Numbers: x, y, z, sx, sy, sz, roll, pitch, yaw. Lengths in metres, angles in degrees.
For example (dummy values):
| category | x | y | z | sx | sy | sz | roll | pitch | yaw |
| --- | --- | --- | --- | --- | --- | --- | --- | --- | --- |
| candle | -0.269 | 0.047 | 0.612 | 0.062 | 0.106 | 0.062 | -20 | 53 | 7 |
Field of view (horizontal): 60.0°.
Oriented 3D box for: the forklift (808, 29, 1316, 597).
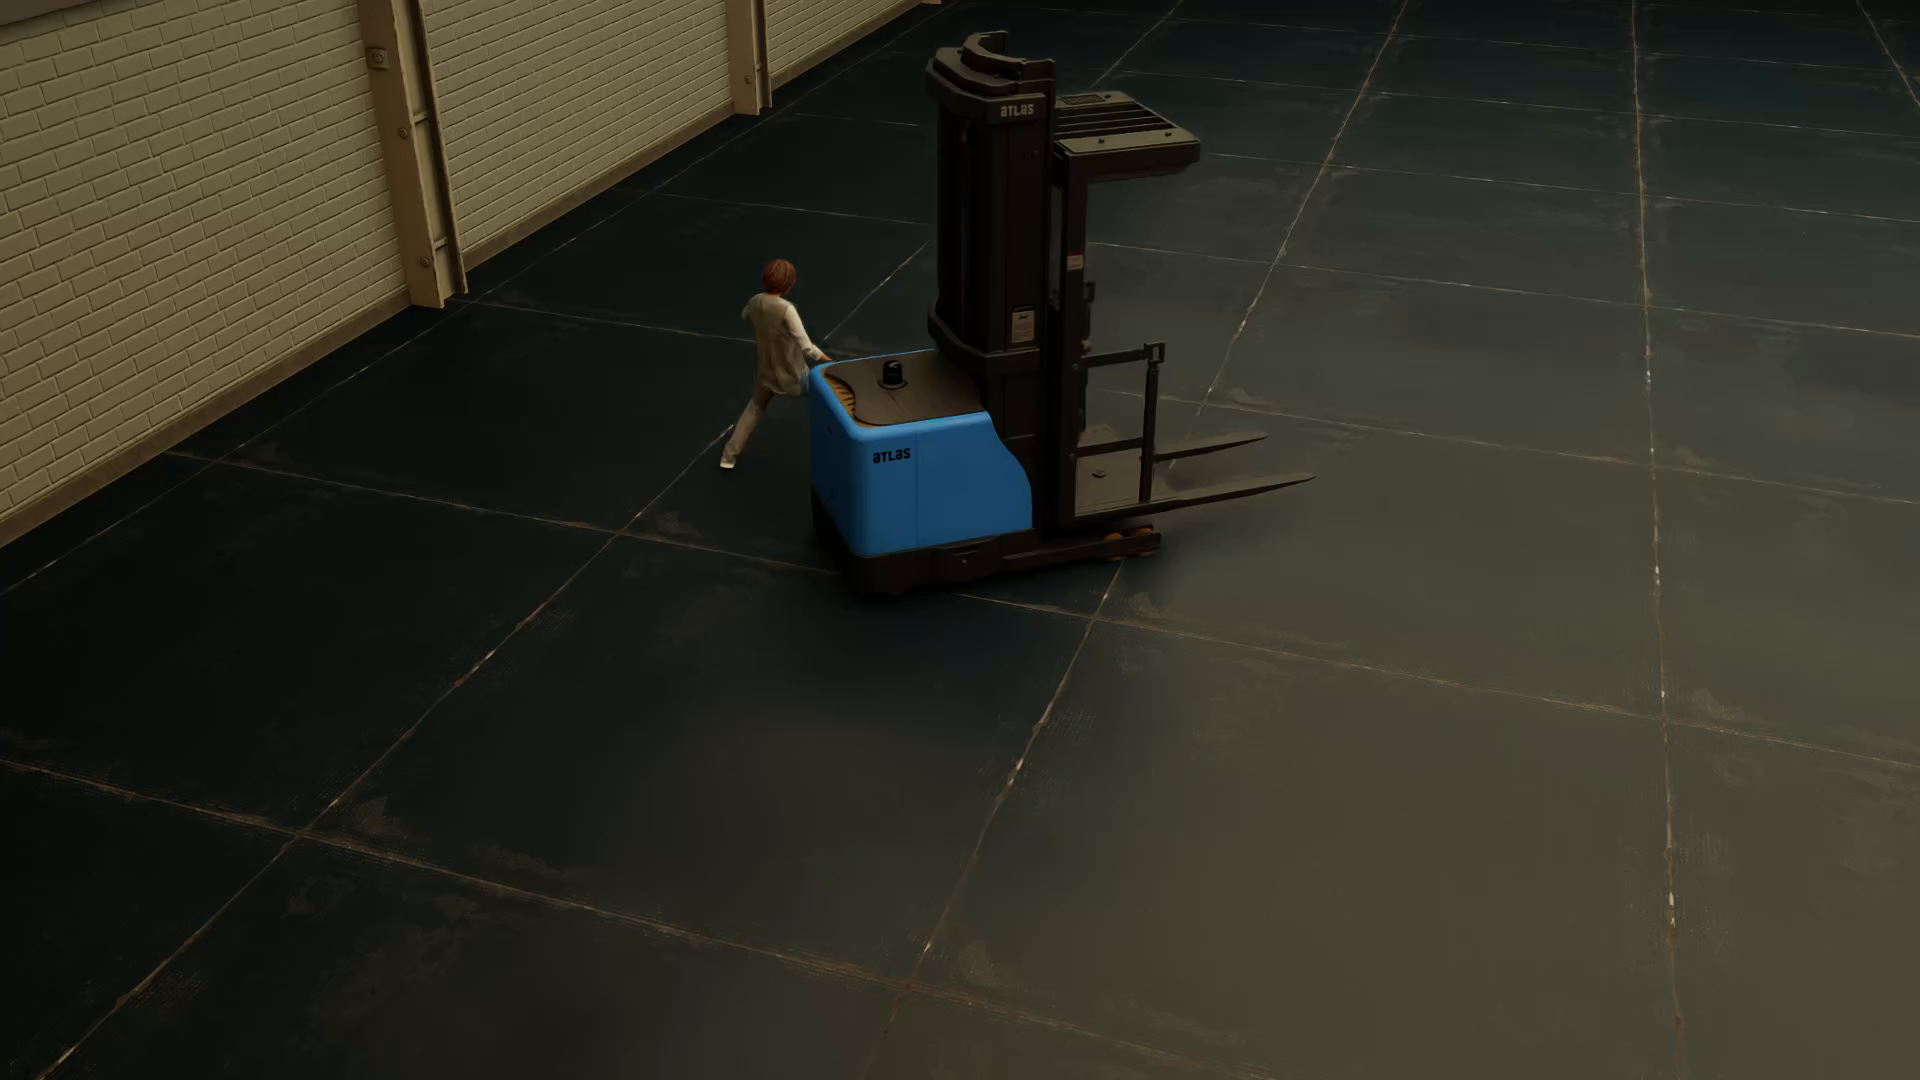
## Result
| category | x | y | z | sx | sy | sz | roll | pitch | yaw |
| --- | --- | --- | --- | --- | --- | --- | --- | --- | --- |
| forklift | 0.674 | -1.382 | 9.561 | 3.031 | 2.935 | 1.130 | -10 | 31 | -17 |

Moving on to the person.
| category | x | y | z | sx | sy | sz | roll | pitch | yaw |
| --- | --- | --- | --- | --- | --- | --- | --- | --- | --- |
| person | -1.094 | -1.120 | 10.650 | 0.872 | 1.459 | 0.820 | 25 | 38 | 36 |
